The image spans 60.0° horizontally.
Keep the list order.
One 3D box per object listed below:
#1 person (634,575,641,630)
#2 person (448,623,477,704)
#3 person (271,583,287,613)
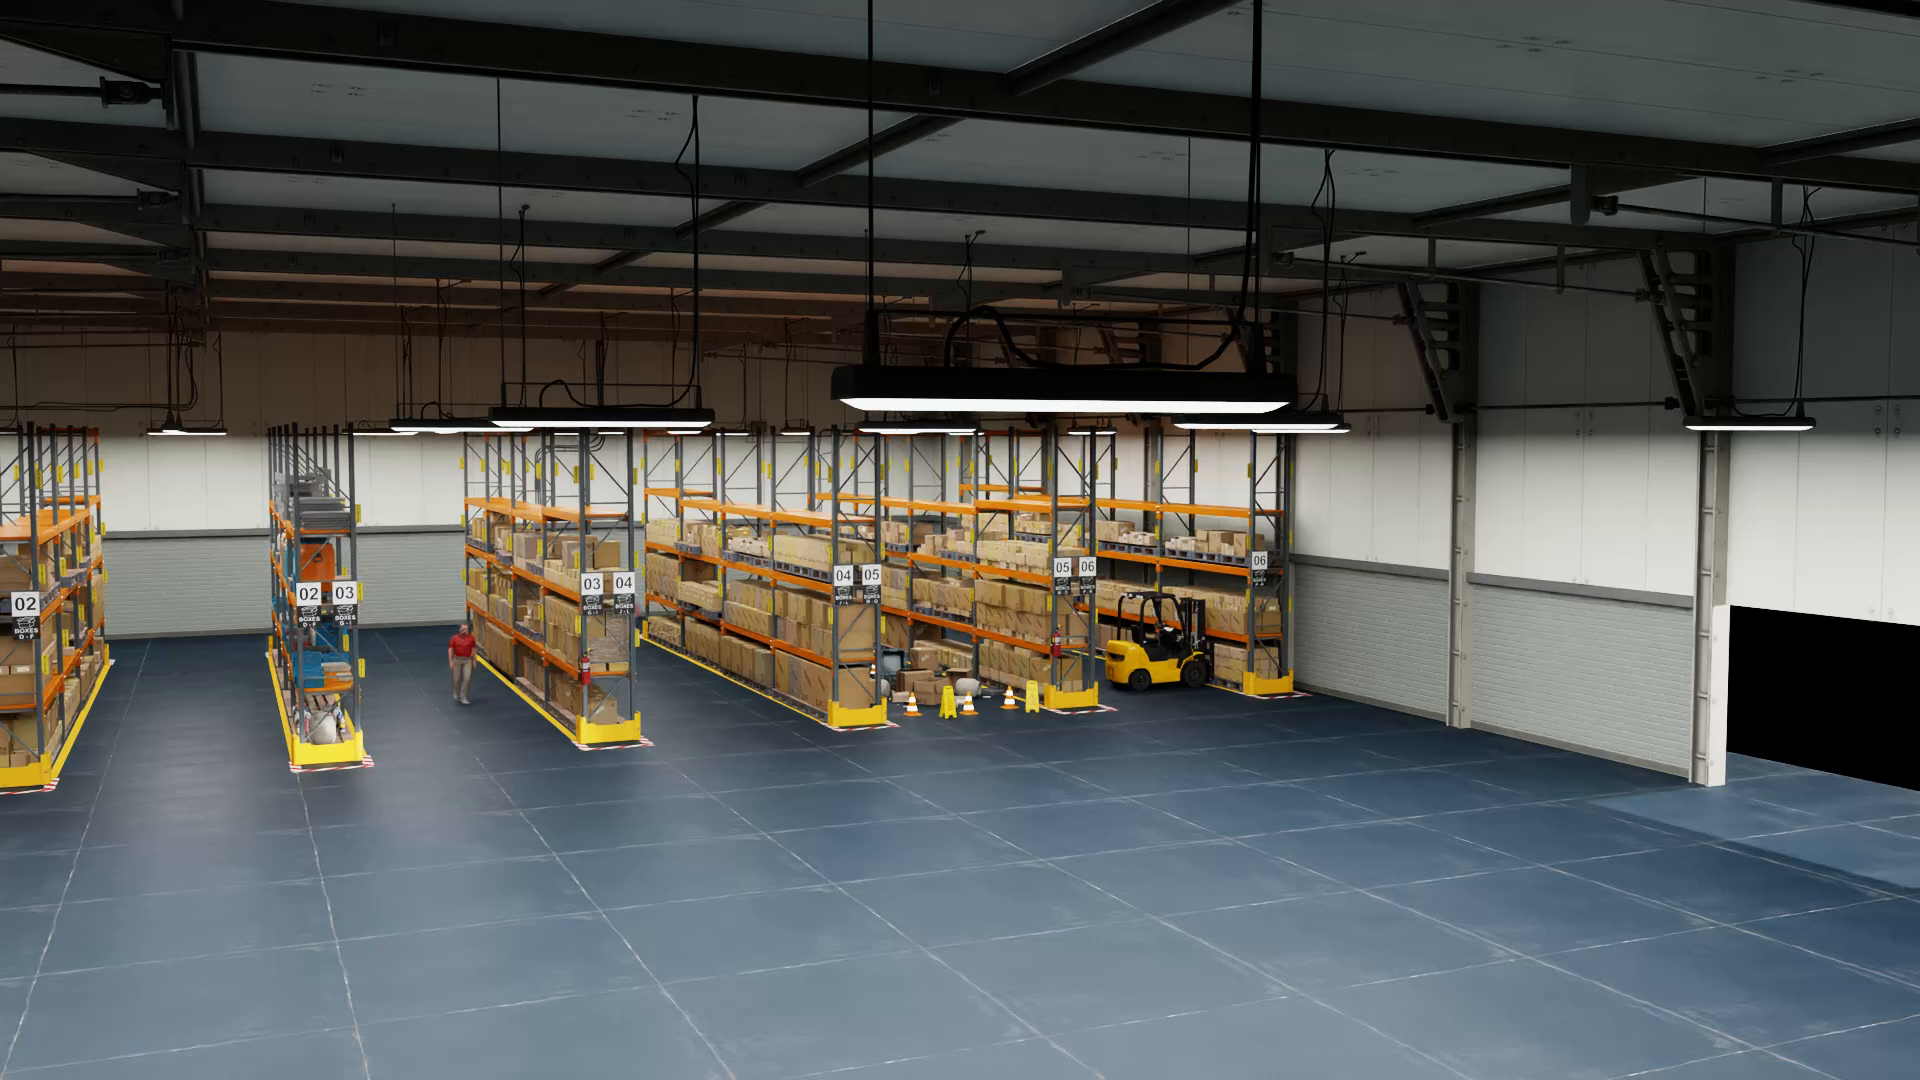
[{"bbox_3d":[-9.738,1.856,49.426,0.420,1.669,0.475,-1,4,-22],"label":"person"},{"bbox_3d":[-10.809,2.691,36.150,0.616,1.757,0.682,-2,4,-27],"label":"person"},{"bbox_3d":[-19.200,1.967,47.103,0.494,1.733,1.133,0,3,4],"label":"person"}]
